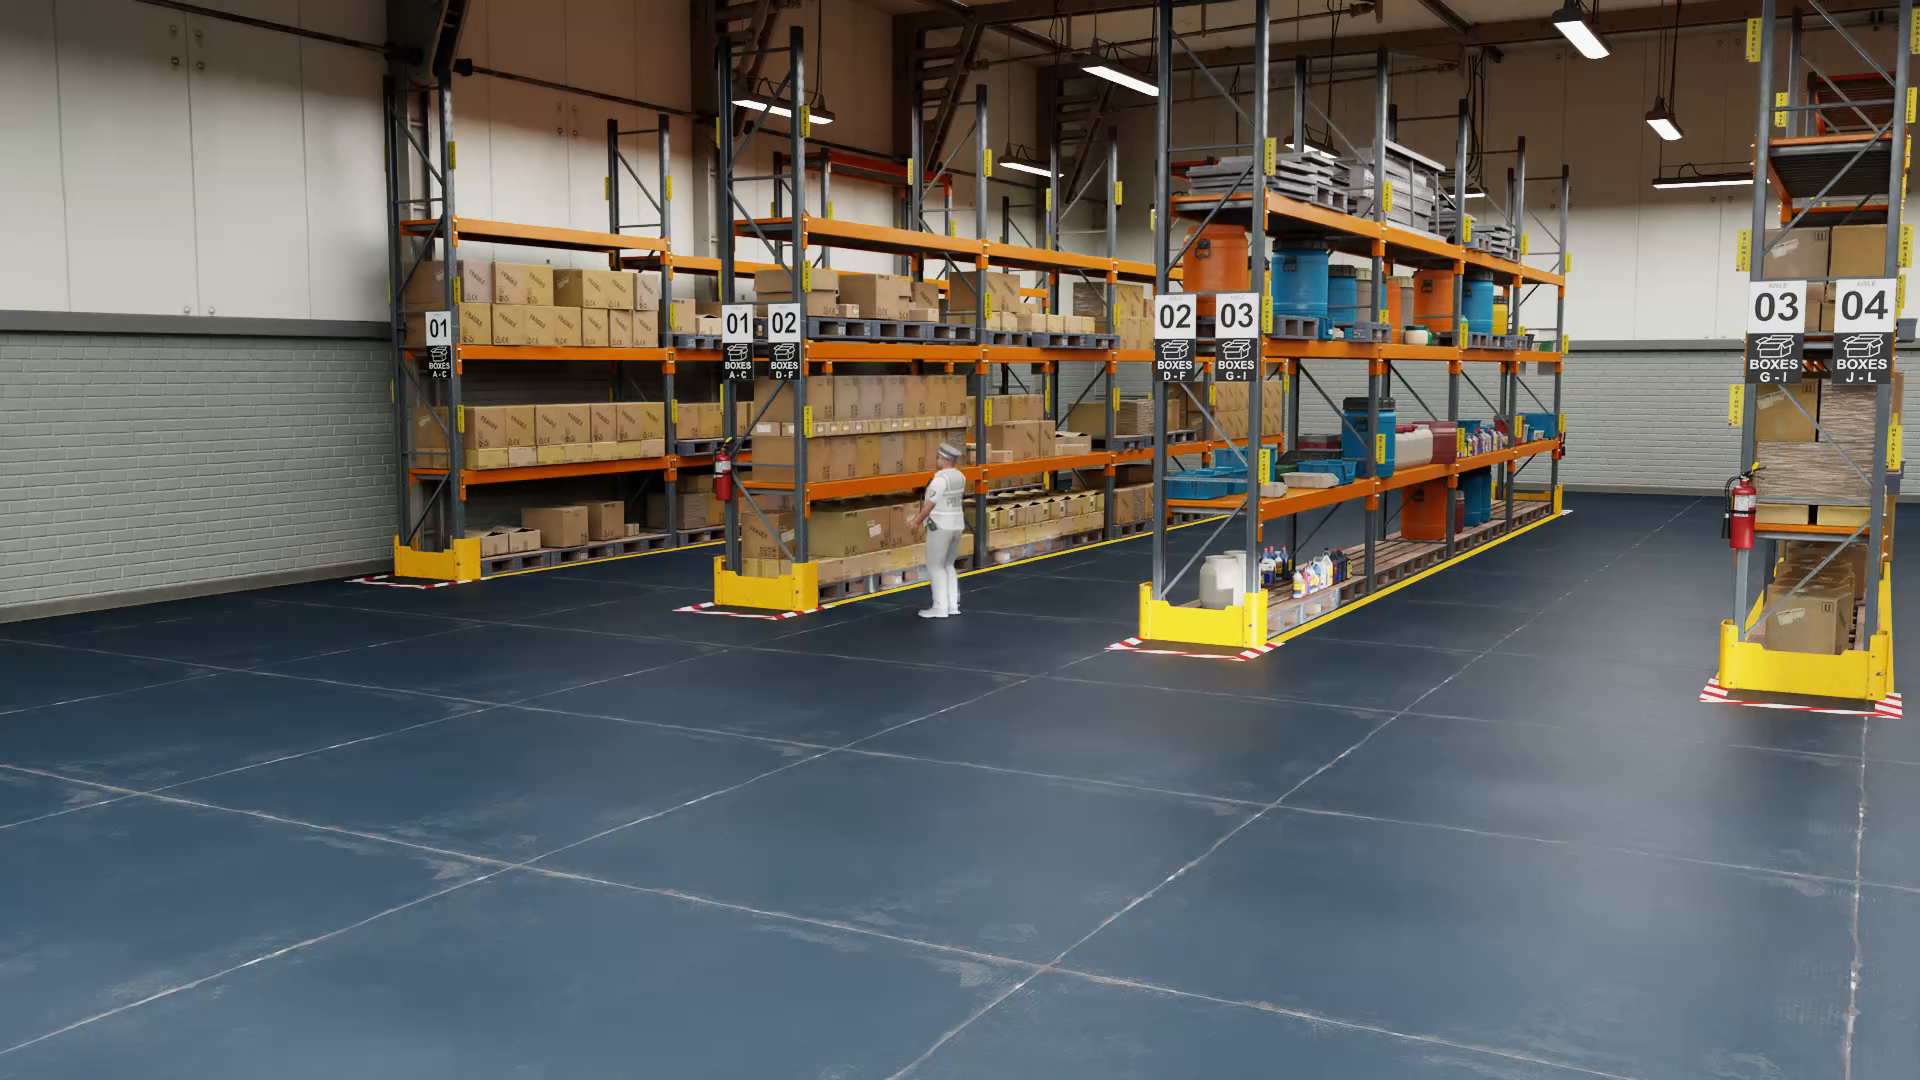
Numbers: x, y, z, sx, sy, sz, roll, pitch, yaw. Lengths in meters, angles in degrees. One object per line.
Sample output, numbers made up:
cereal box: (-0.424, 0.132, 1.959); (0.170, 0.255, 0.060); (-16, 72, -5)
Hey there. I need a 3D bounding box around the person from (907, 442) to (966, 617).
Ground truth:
person: (-0.240, -0.111, 17.010); (0.552, 1.782, 0.513); (3, 7, 28)
